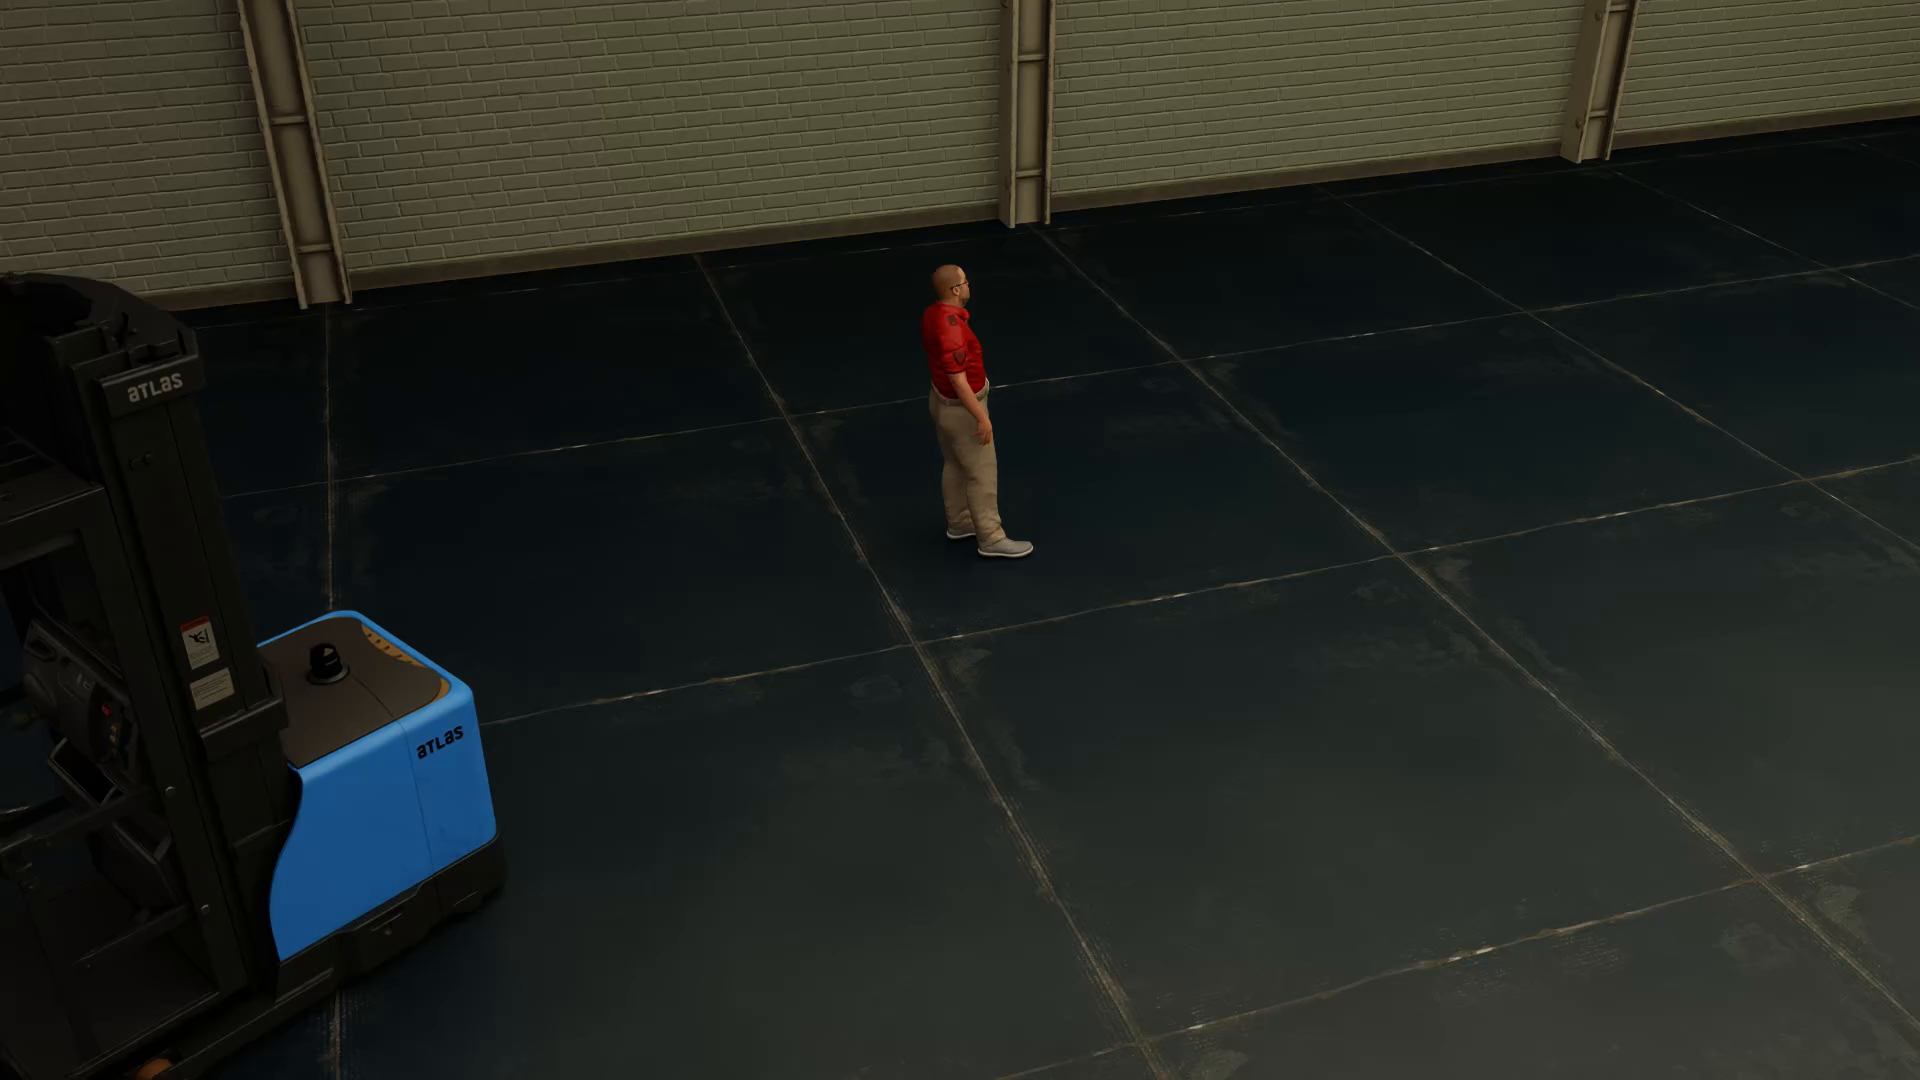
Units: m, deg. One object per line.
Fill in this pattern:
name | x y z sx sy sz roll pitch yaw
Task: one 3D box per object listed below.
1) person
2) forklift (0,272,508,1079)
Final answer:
person | 0.089 -0.764 9.606 0.551 1.727 0.640 -10 31 -16
forklift | -3.349 0.654 5.951 1.130 2.935 3.031 24 38 35
